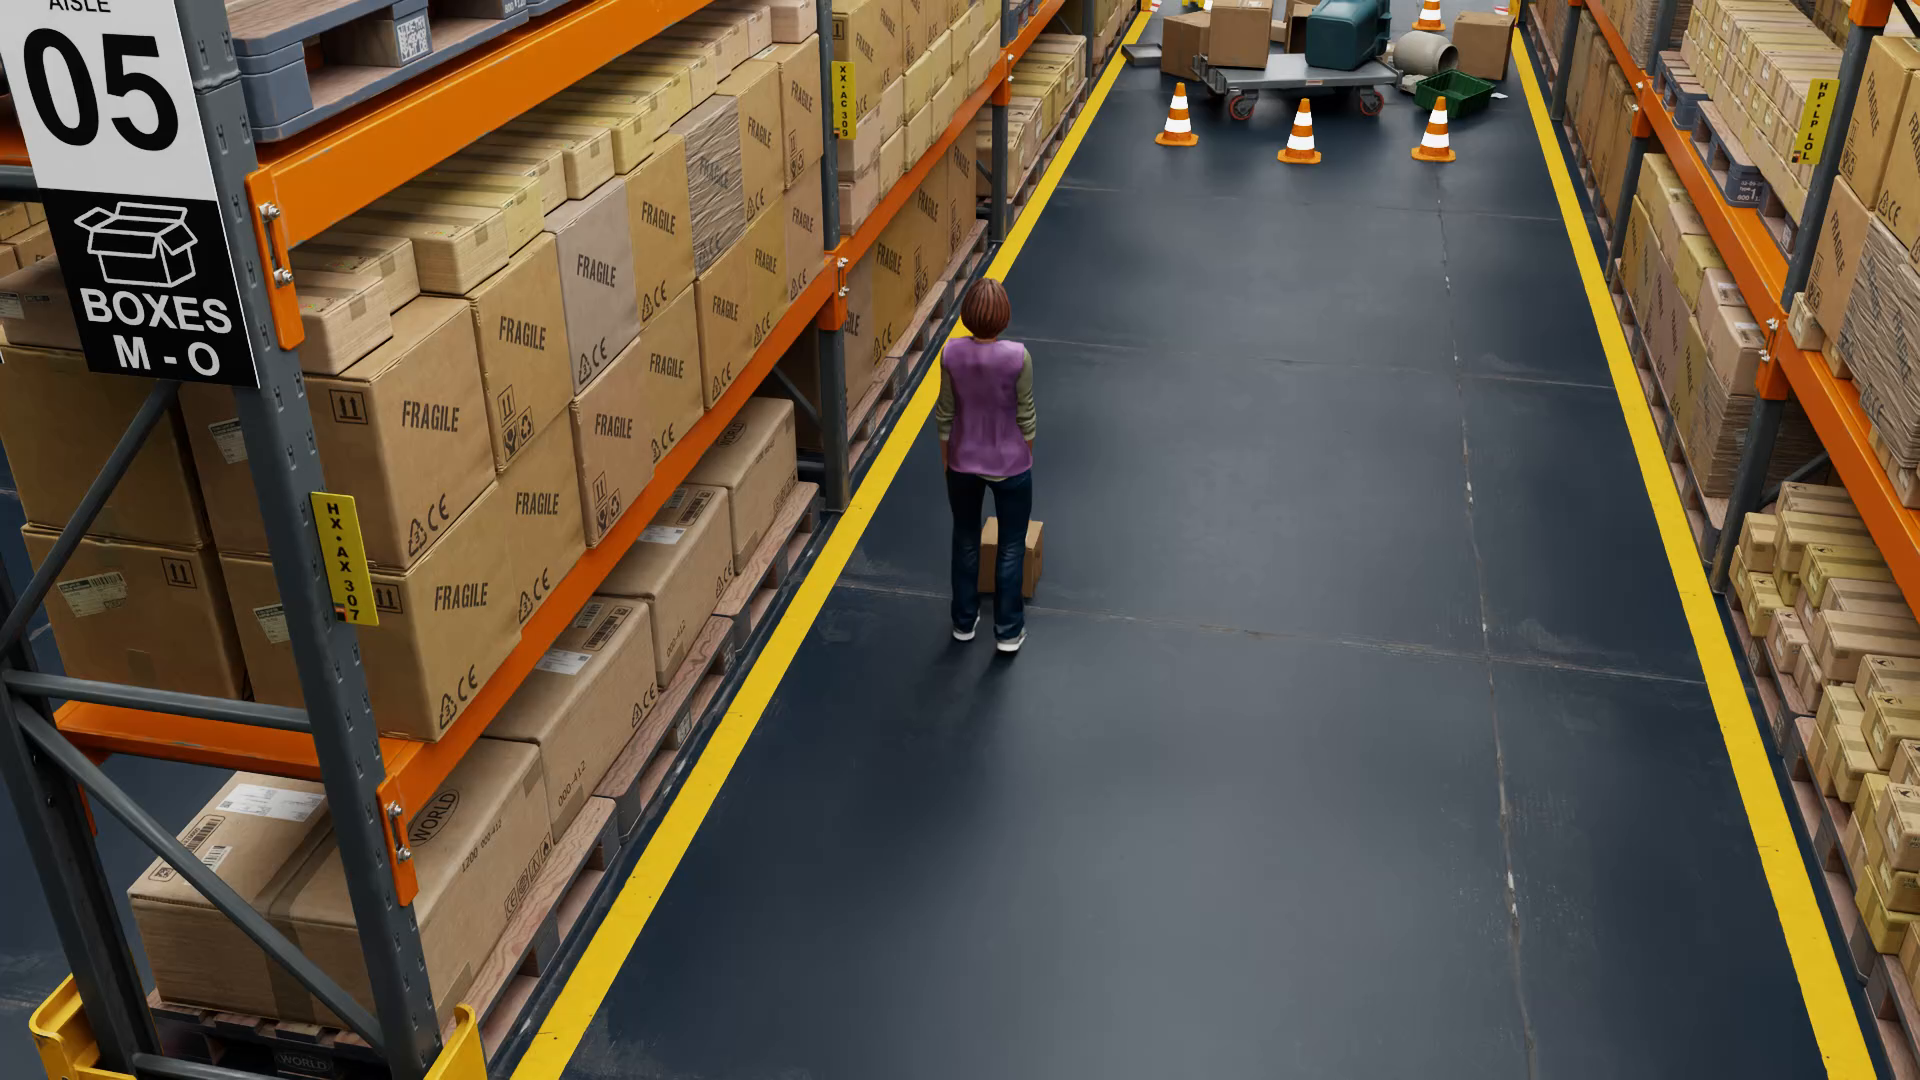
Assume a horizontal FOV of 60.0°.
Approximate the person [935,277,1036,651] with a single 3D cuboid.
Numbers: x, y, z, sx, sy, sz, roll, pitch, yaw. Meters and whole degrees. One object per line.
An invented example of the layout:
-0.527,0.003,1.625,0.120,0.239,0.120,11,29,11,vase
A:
0.102,-0.287,6.676,0.407,1.615,0.340,7,30,12,person
